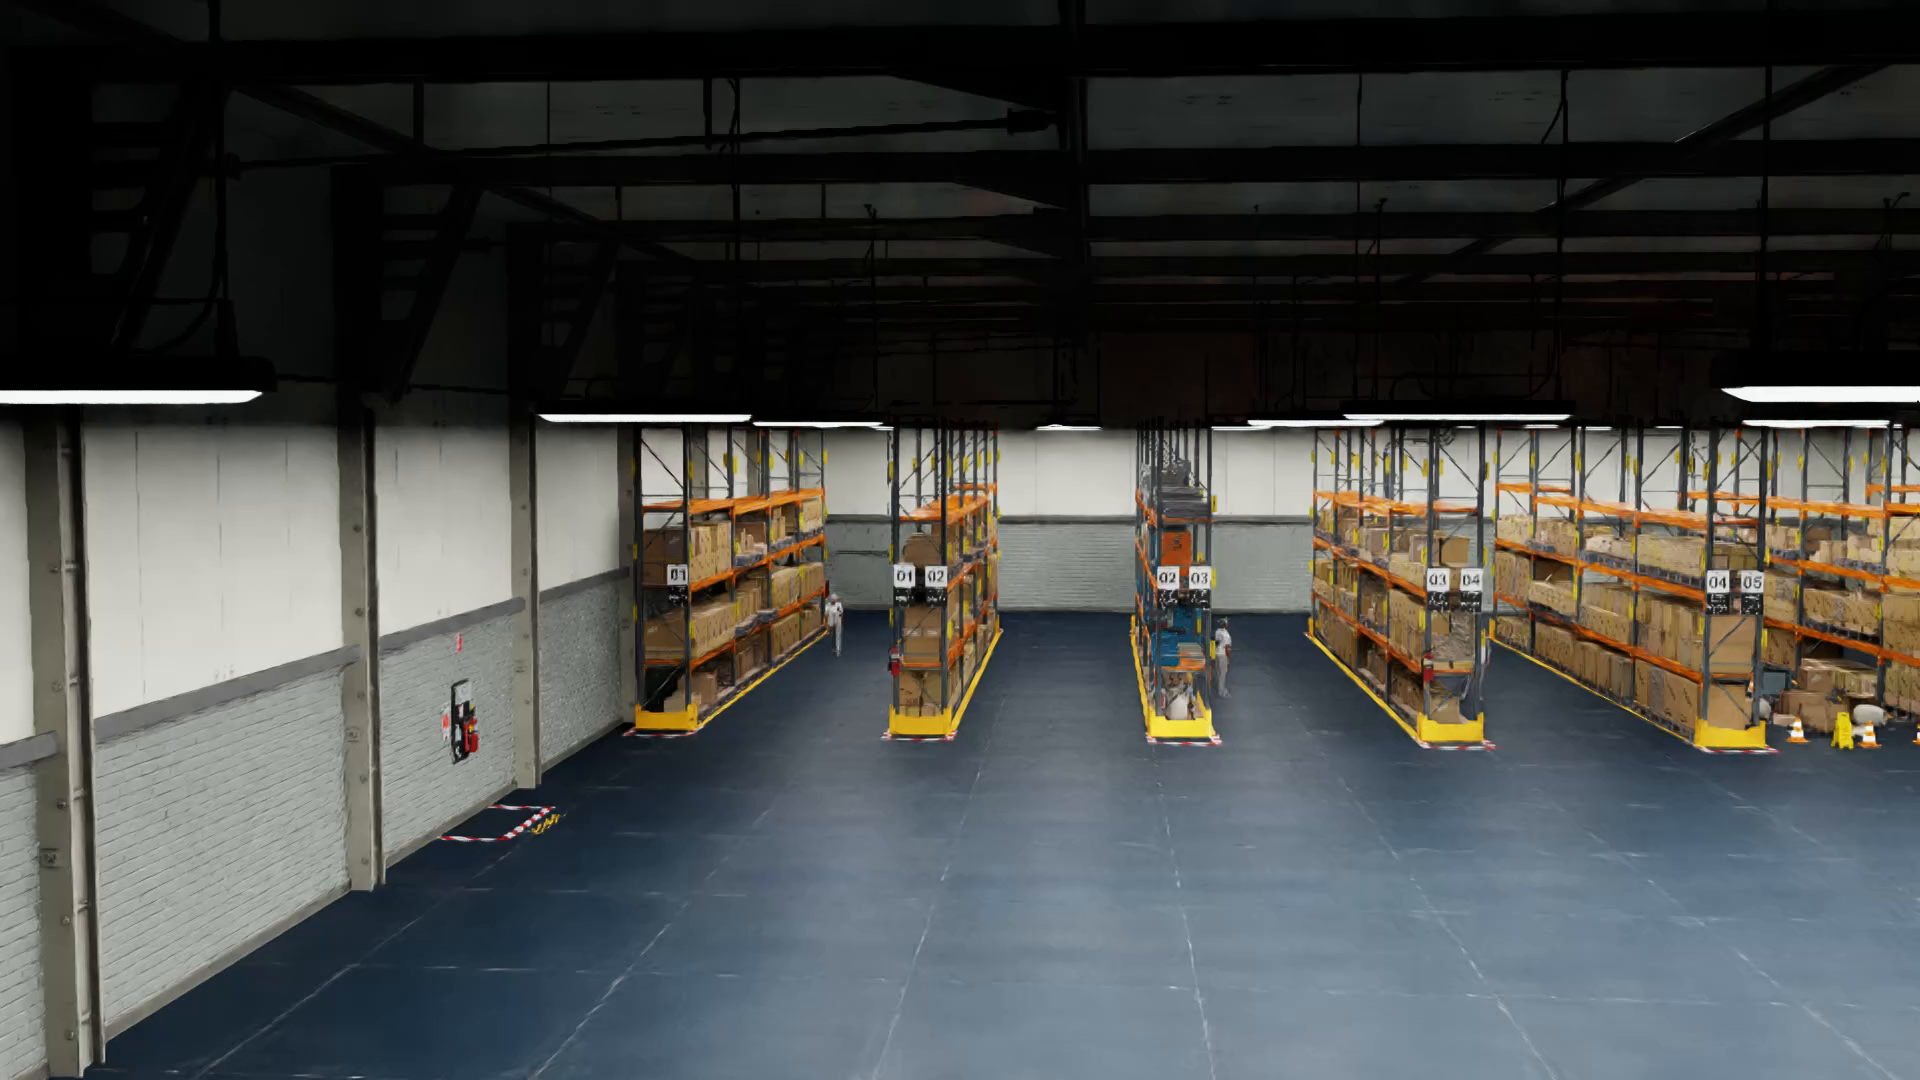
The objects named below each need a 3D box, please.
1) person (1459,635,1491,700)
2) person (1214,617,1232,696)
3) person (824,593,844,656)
[{"bbox_3d":[10.947,2.558,35.372,0.677,1.726,0.574,0,4,2],"label":"person"},{"bbox_3d":[5.721,2.518,36.040,0.440,1.683,0.551,-1,4,-21],"label":"person"},{"bbox_3d":[-3.219,2.135,42.516,0.497,1.567,1.091,0,4,2],"label":"person"}]
